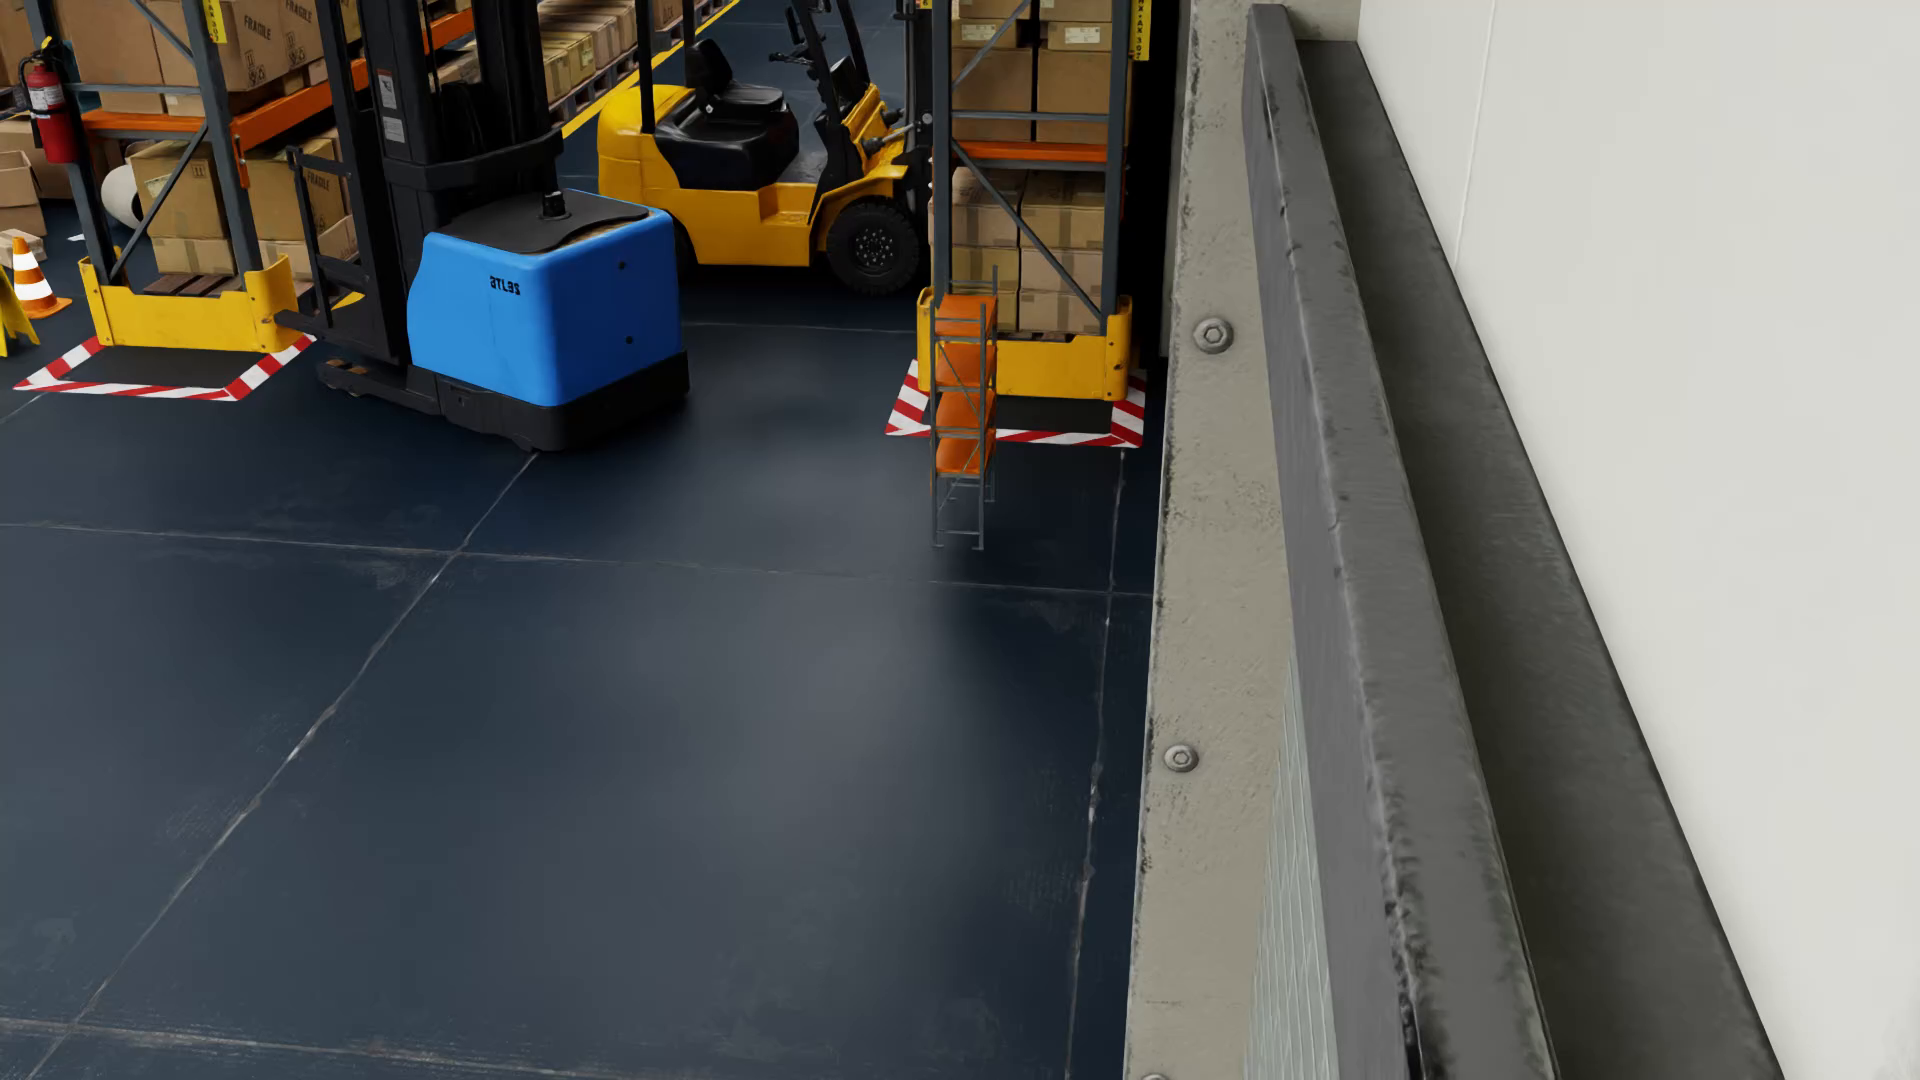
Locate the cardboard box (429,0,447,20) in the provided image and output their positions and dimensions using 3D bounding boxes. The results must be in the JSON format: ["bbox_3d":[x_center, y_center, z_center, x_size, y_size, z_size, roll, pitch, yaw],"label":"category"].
[{"bbox_3d":[-3.946,-3.862,12.022,0.380,0.149,0.250,3,29,6],"label":"cardboard box"}]

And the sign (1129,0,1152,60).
[{"bbox_3d":[0.911,-2.589,8.398,0.100,0.325,0.005,3,28,6],"label":"sign"}]

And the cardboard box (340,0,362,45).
[{"bbox_3d":[-4.111,-3.361,10.407,0.500,0.500,0.500,3,28,5],"label":"cardboard box"}]

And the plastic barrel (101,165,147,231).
[{"bbox_3d":[-5.815,-2.421,11.798,0.421,0.421,0.512,-24,36,-37],"label":"plastic barrel"}]

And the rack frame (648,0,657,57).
[{"bbox_3d":[-3.586,-6.261,16.209,1.000,3.000,0.127,3,28,6],"label":"rack frame"}]

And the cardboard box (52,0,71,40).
[{"bbox_3d":[-8.779,-5.002,15.802,1.050,0.750,0.750,4,29,7],"label":"cardboard box"}]

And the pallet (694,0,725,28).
[{"bbox_3d":[-3.262,-5.973,18.614,1.003,0.211,1.213,3,28,6],"label":"pallet"}]

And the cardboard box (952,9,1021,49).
[{"bbox_3d":[0.125,-2.718,8.842,0.380,0.149,0.250,4,29,7],"label":"cardboard box"}]

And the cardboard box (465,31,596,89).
[{"bbox_3d":[-3.846,-4.319,14.932,0.950,0.372,0.625,4,29,8],"label":"cardboard box"}]

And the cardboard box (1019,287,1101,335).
[{"bbox_3d":[0.615,-1.403,9.647,0.500,0.250,0.500,3,29,6],"label":"cardboard box"}]

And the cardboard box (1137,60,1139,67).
[{"bbox_3d":[0.867,-3.190,10.404,0.500,0.500,0.500,4,29,7],"label":"cardboard box"}]

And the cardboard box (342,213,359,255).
[{"bbox_3d":[-4.123,-2.073,10.892,0.500,0.250,0.500,4,29,8],"label":"cardboard box"}]

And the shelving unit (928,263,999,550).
[{"bbox_3d":[0.020,-0.606,7.610,0.258,1.200,0.503,3,28,6],"label":"shelving unit"}]

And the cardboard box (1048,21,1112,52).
[{"bbox_3d":[0.660,-2.683,8.778,0.380,0.149,0.250,3,28,5],"label":"cardboard box"}]

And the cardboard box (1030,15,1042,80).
[{"bbox_3d":[0.233,-2.743,9.574,0.500,0.500,0.500,4,29,8],"label":"cardboard box"}]

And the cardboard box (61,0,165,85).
[{"bbox_3d":[-4.773,-2.942,9.629,0.500,0.500,0.500,3,28,5],"label":"cardboard box"}]

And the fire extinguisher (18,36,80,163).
[{"bbox_3d":[-5.037,-2.434,9.187,0.296,0.674,0.183,3,28,6],"label":"fire extinguisher"}]

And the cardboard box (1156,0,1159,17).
[{"bbox_3d":[1.815,-5.719,17.396,0.500,0.500,0.500,5,29,9],"label":"cardboard box"}]

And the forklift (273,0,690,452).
[{"bbox_3d":[-2.986,-2.270,8.873,3.031,2.935,1.130,18,33,30],"label":"forklift"}]

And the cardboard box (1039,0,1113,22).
[{"bbox_3d":[0.614,-2.815,8.709,0.380,0.149,0.250,3,28,5],"label":"cardboard box"}]

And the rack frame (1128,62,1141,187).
[{"bbox_3d":[0.851,-4.091,12.182,1.000,3.000,0.127,3,28,6],"label":"rack frame"}]

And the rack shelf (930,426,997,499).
[{"bbox_3d":[0.020,-0.372,7.736,0.258,0.148,0.480,3,28,6],"label":"rack shelf"}]

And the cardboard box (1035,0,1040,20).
[{"bbox_3d":[0.261,-3.074,9.504,0.380,0.149,0.250,3,28,6],"label":"cardboard box"}]

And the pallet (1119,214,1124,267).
[{"bbox_3d":[0.565,-1.916,11.084,1.003,0.211,1.213,3,28,6],"label":"pallet"}]

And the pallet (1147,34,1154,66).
[{"bbox_3d":[1.470,-5.096,16.986,1.003,0.211,1.213,3,28,6],"label":"pallet"}]

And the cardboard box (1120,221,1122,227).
[{"bbox_3d":[0.869,-2.351,11.407,0.500,0.250,0.500,3,29,6],"label":"cardboard box"}]

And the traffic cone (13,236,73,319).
[{"bbox_3d":[-5.794,-1.656,10.336,0.336,0.463,0.334,3,28,6],"label":"traffic cone"}]

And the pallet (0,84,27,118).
[{"bbox_3d":[-8.981,-3.758,14.503,1.003,0.211,1.213,3,28,6],"label":"pallet"}]

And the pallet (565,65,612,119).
[{"bbox_3d":[-3.835,-4.093,15.125,1.003,0.211,1.213,3,28,6],"label":"pallet"}]

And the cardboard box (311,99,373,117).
[{"bbox_3d":[-4.061,-2.657,11.184,0.500,0.500,0.500,4,29,7],"label":"cardboard box"}]

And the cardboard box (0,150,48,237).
[{"bbox_3d":[-6.863,-2.370,11.619,0.797,0.503,0.637,-17,33,-29],"label":"cardboard box"}]

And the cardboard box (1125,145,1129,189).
[{"bbox_3d":[0.884,-2.564,11.275,0.500,0.250,0.500,3,28,6],"label":"cardboard box"}]

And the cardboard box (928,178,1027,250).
[{"bbox_3d":[0.108,-1.858,9.438,0.500,0.250,0.500,4,29,8],"label":"cardboard box"}]

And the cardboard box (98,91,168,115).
[{"bbox_3d":[-4.732,-2.573,9.628,0.380,0.149,0.250,4,29,8],"label":"cardboard box"}]

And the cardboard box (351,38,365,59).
[{"bbox_3d":[-4.080,-3.263,10.909,0.380,0.149,0.250,3,28,5],"label":"cardboard box"}]

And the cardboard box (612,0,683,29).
[{"bbox_3d":[-3.419,-5.831,17.208,0.875,0.875,0.875,3,28,6],"label":"cardboard box"}]

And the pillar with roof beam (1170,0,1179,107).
[{"bbox_3d":[-2.197,-8.199,13.482,9.100,9.000,0.400,3,28,6],"label":"pillar with roof beam"}]

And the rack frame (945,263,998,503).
[{"bbox_3d":[0.050,-0.721,7.823,0.240,1.200,0.015,3,28,6],"label":"rack frame"}]

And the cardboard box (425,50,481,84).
[{"bbox_3d":[-3.882,-3.389,12.543,0.500,0.500,0.500,3,28,5],"label":"cardboard box"}]

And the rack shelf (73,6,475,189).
[{"bbox_3d":[-4.321,-3.120,11.137,1.077,0.370,4.000,3,28,6],"label":"rack shelf"}]

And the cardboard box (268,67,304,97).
[{"bbox_3d":[-4.189,-2.772,9.998,0.380,0.149,0.250,2,28,5],"label":"cardboard box"}]
